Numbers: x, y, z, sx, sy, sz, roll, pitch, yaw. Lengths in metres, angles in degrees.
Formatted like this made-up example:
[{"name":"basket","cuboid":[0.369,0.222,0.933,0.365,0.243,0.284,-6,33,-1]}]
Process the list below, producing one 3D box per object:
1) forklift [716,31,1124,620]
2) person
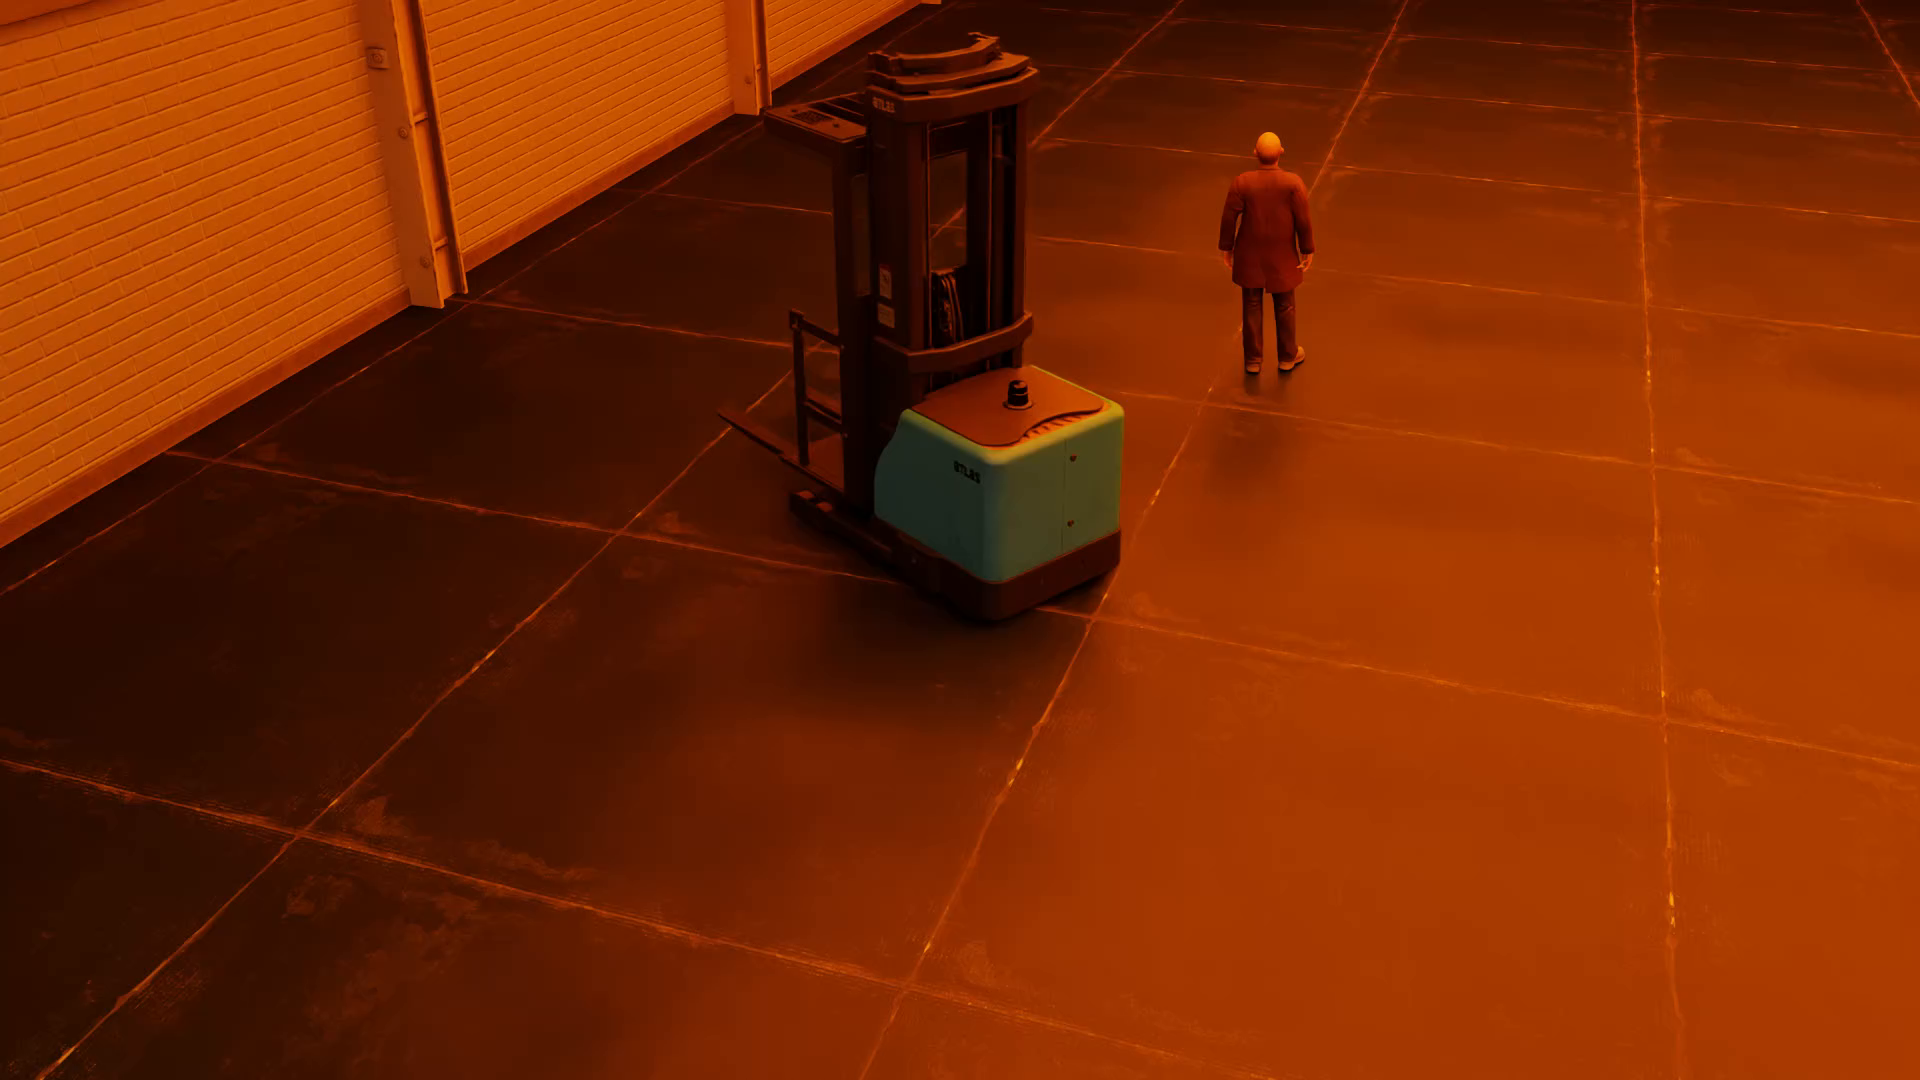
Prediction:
[{"name":"forklift","cuboid":[-0.406,-1.485,9.741,1.130,2.935,3.031,-23,37,-34]},{"name":"person","cuboid":[2.209,-2.082,11.938,0.695,1.776,0.582,9,31,16]}]
